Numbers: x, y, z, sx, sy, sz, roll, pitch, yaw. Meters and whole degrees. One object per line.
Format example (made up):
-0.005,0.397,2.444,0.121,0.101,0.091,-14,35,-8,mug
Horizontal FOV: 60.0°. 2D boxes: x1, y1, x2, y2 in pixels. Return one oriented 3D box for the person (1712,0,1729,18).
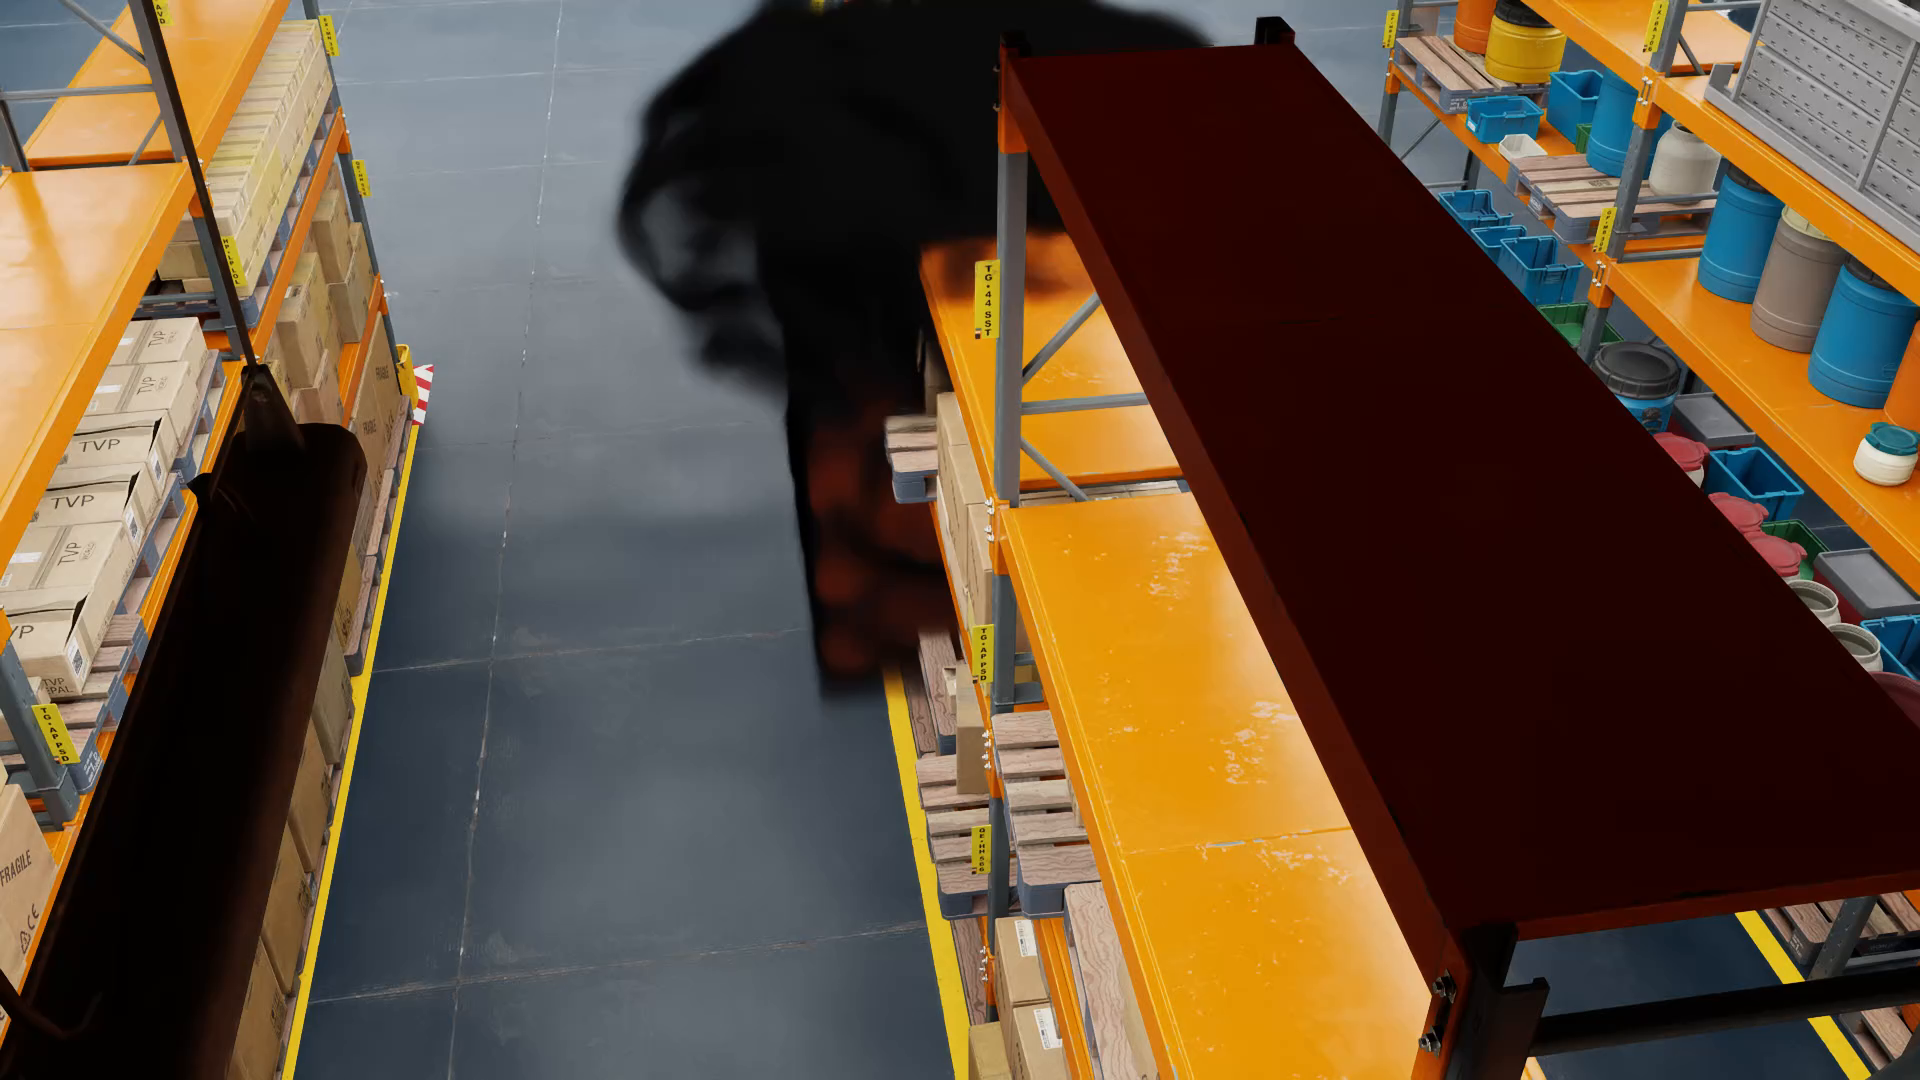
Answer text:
8.672,-5.310,19.220,0.859,1.838,0.639,9,37,12,person
